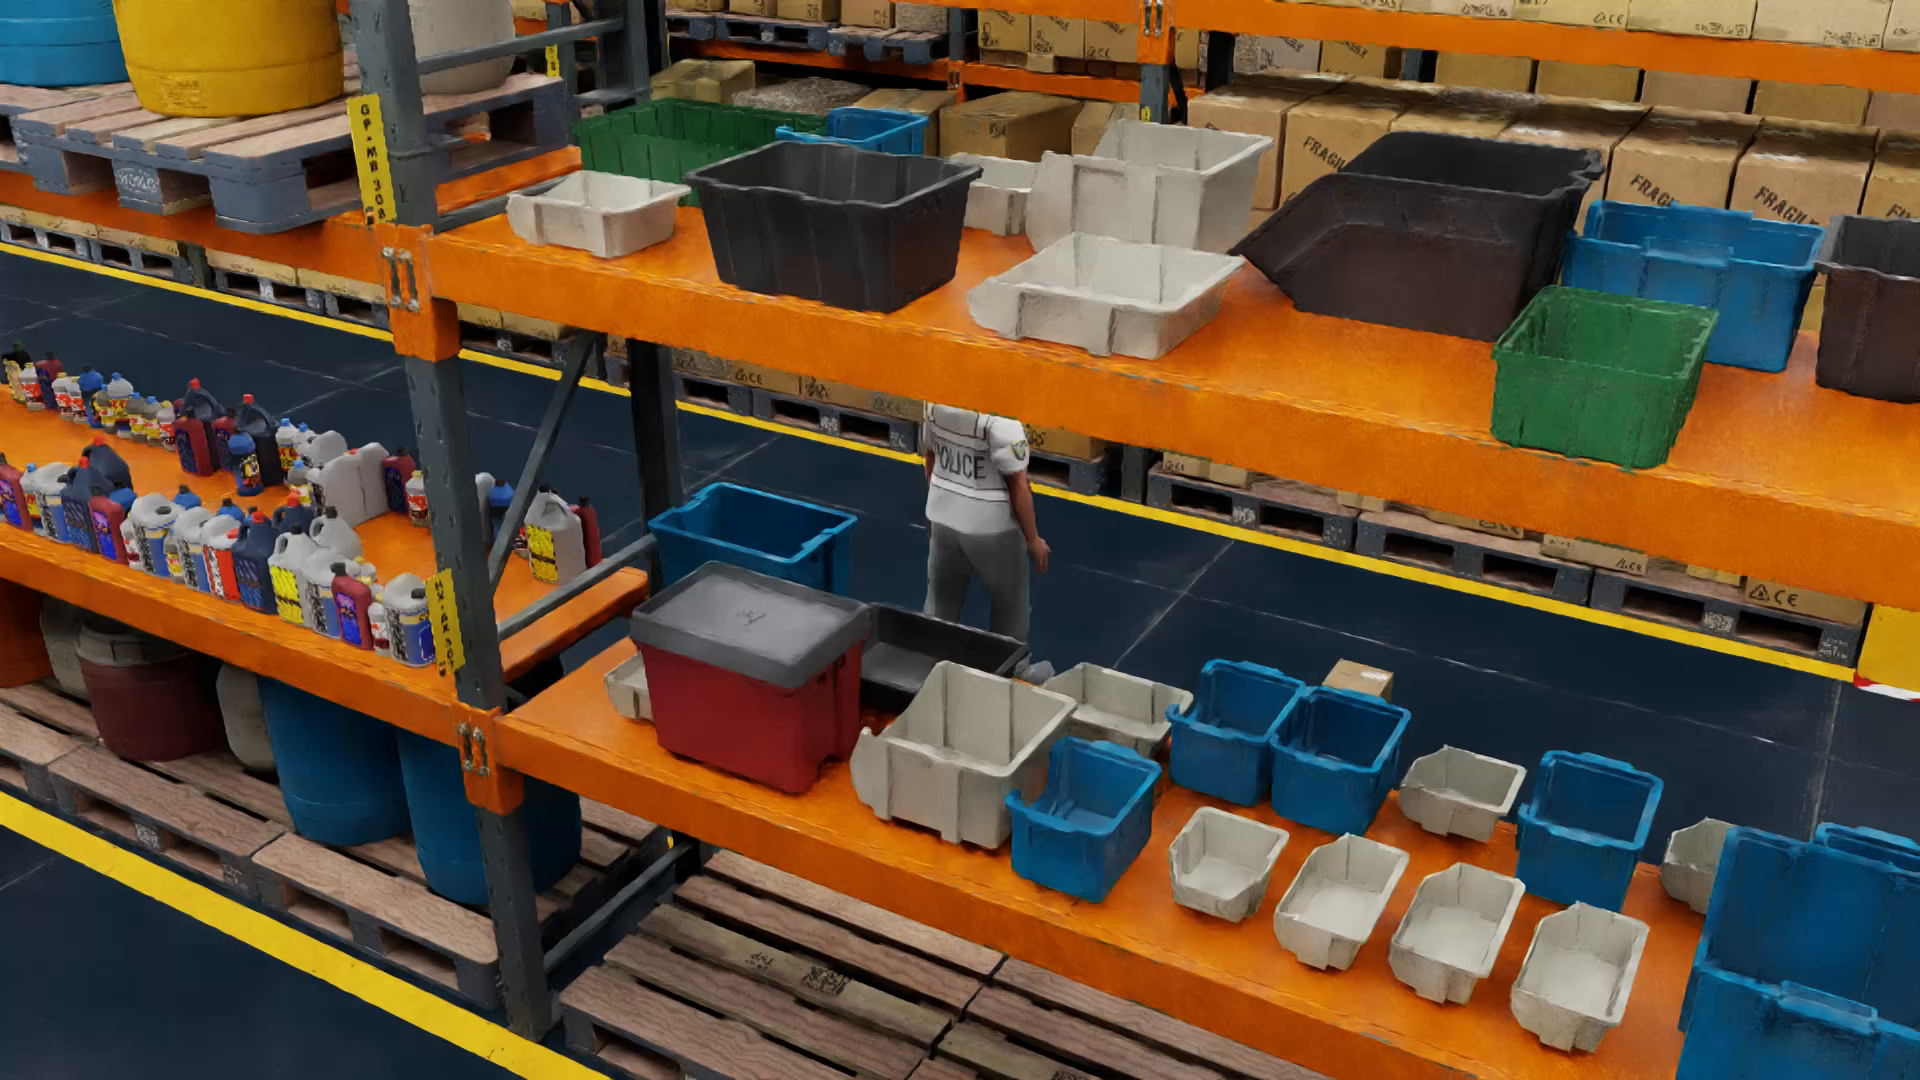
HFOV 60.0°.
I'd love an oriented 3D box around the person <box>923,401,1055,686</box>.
[{"bbox_3d":[0.130,-0.096,7.242,0.672,1.752,0.585,20,33,35],"label":"person"}]
